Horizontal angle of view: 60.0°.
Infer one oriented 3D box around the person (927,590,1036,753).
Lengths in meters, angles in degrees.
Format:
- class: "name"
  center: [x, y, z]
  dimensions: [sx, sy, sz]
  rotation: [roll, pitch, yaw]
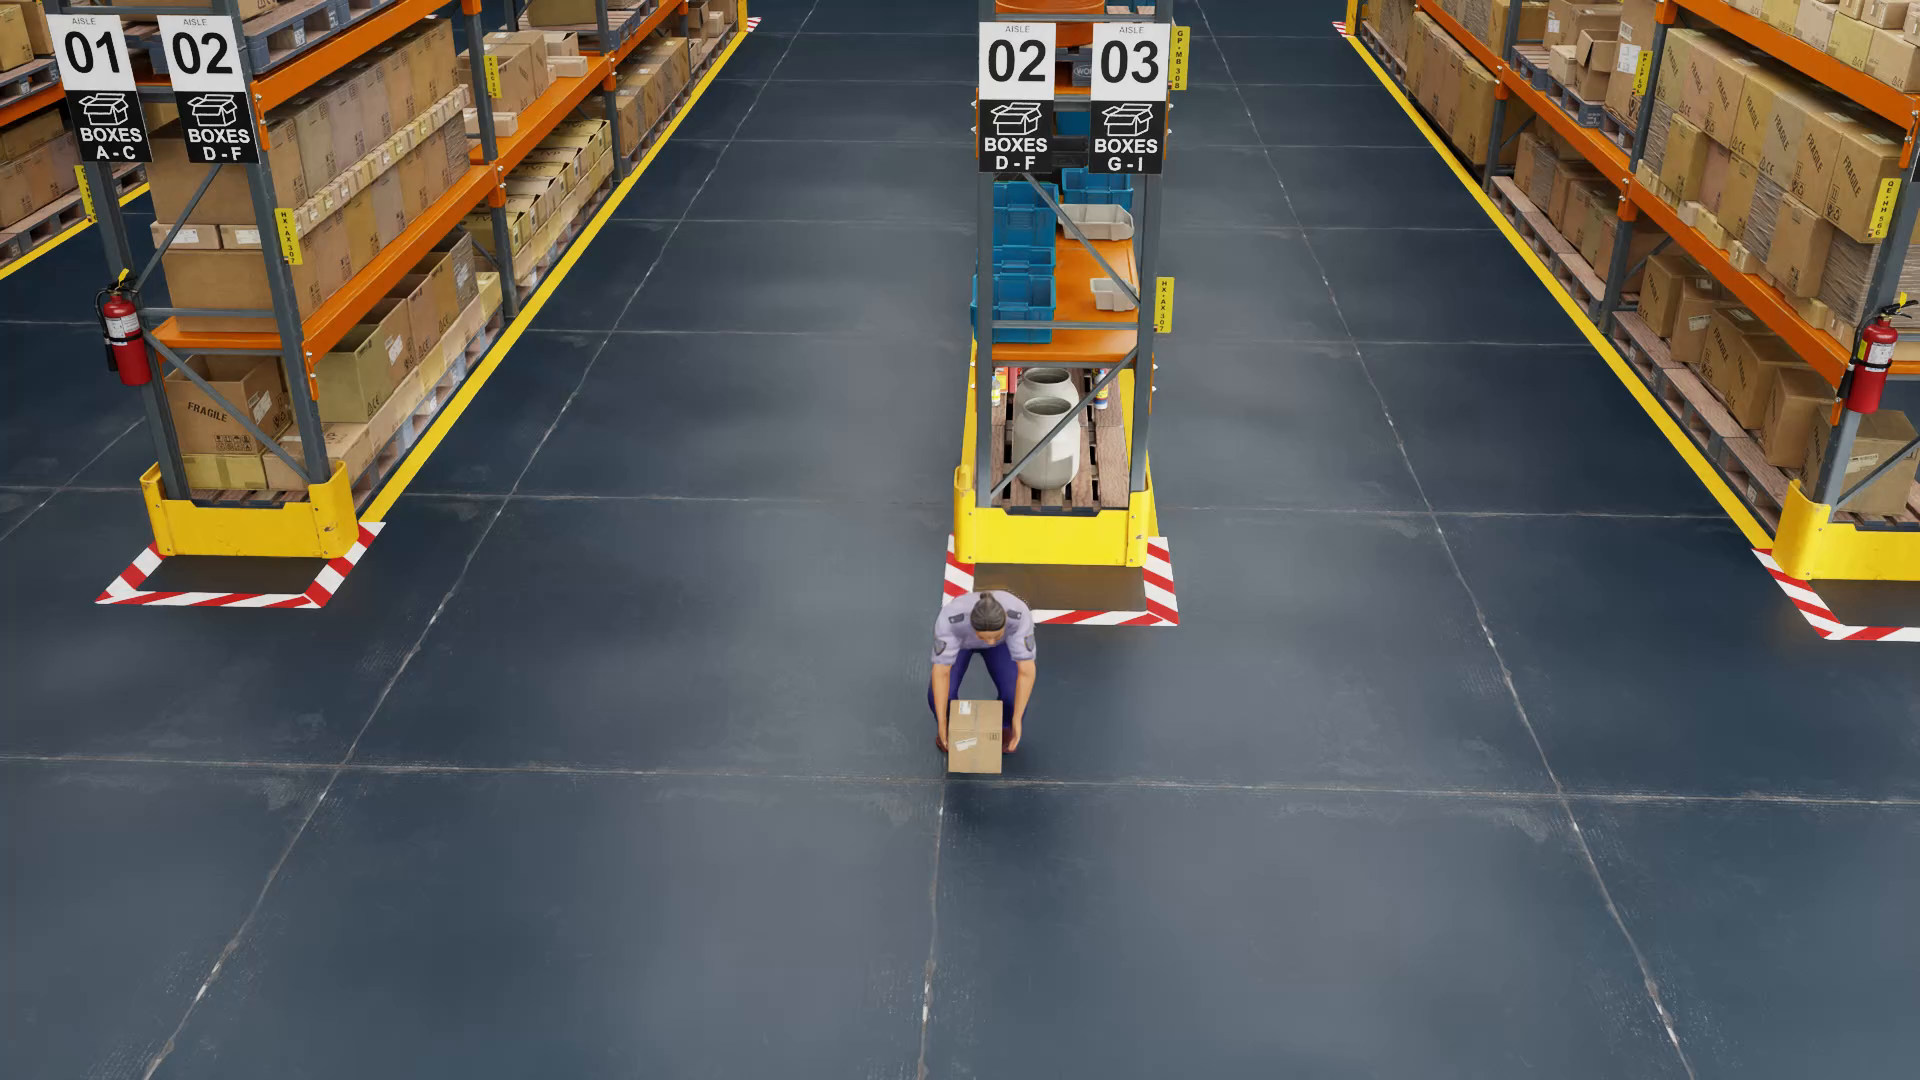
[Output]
- class: "person"
  center: [0.107, 0.599, 8.190]
  dimensions: [0.530, 1.020, 0.792]
  rotation: [1, 28, 2]
